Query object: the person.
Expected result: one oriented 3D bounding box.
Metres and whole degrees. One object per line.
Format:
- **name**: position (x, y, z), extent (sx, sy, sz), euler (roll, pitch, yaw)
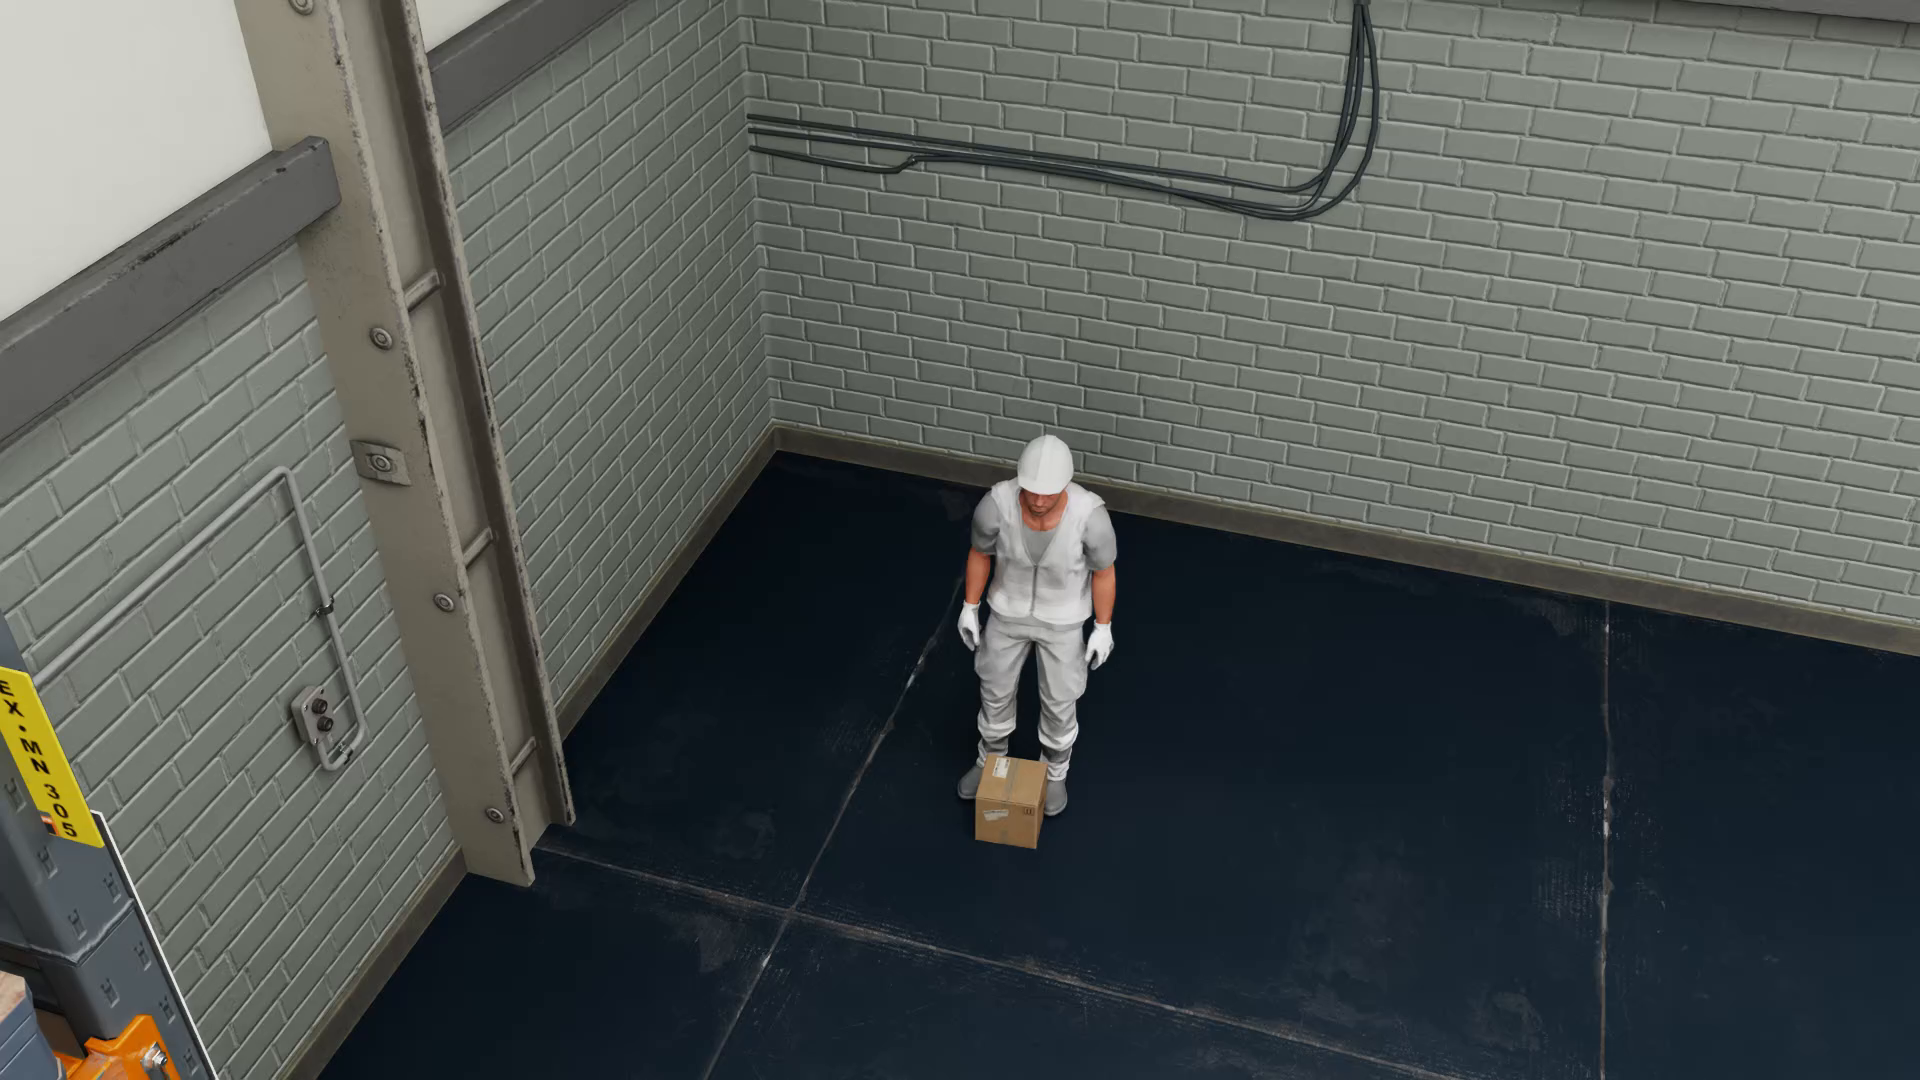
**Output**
- **person**: position (0.295, 0.322, 6.449), extent (0.616, 1.778, 0.453), euler (8, 38, 11)
